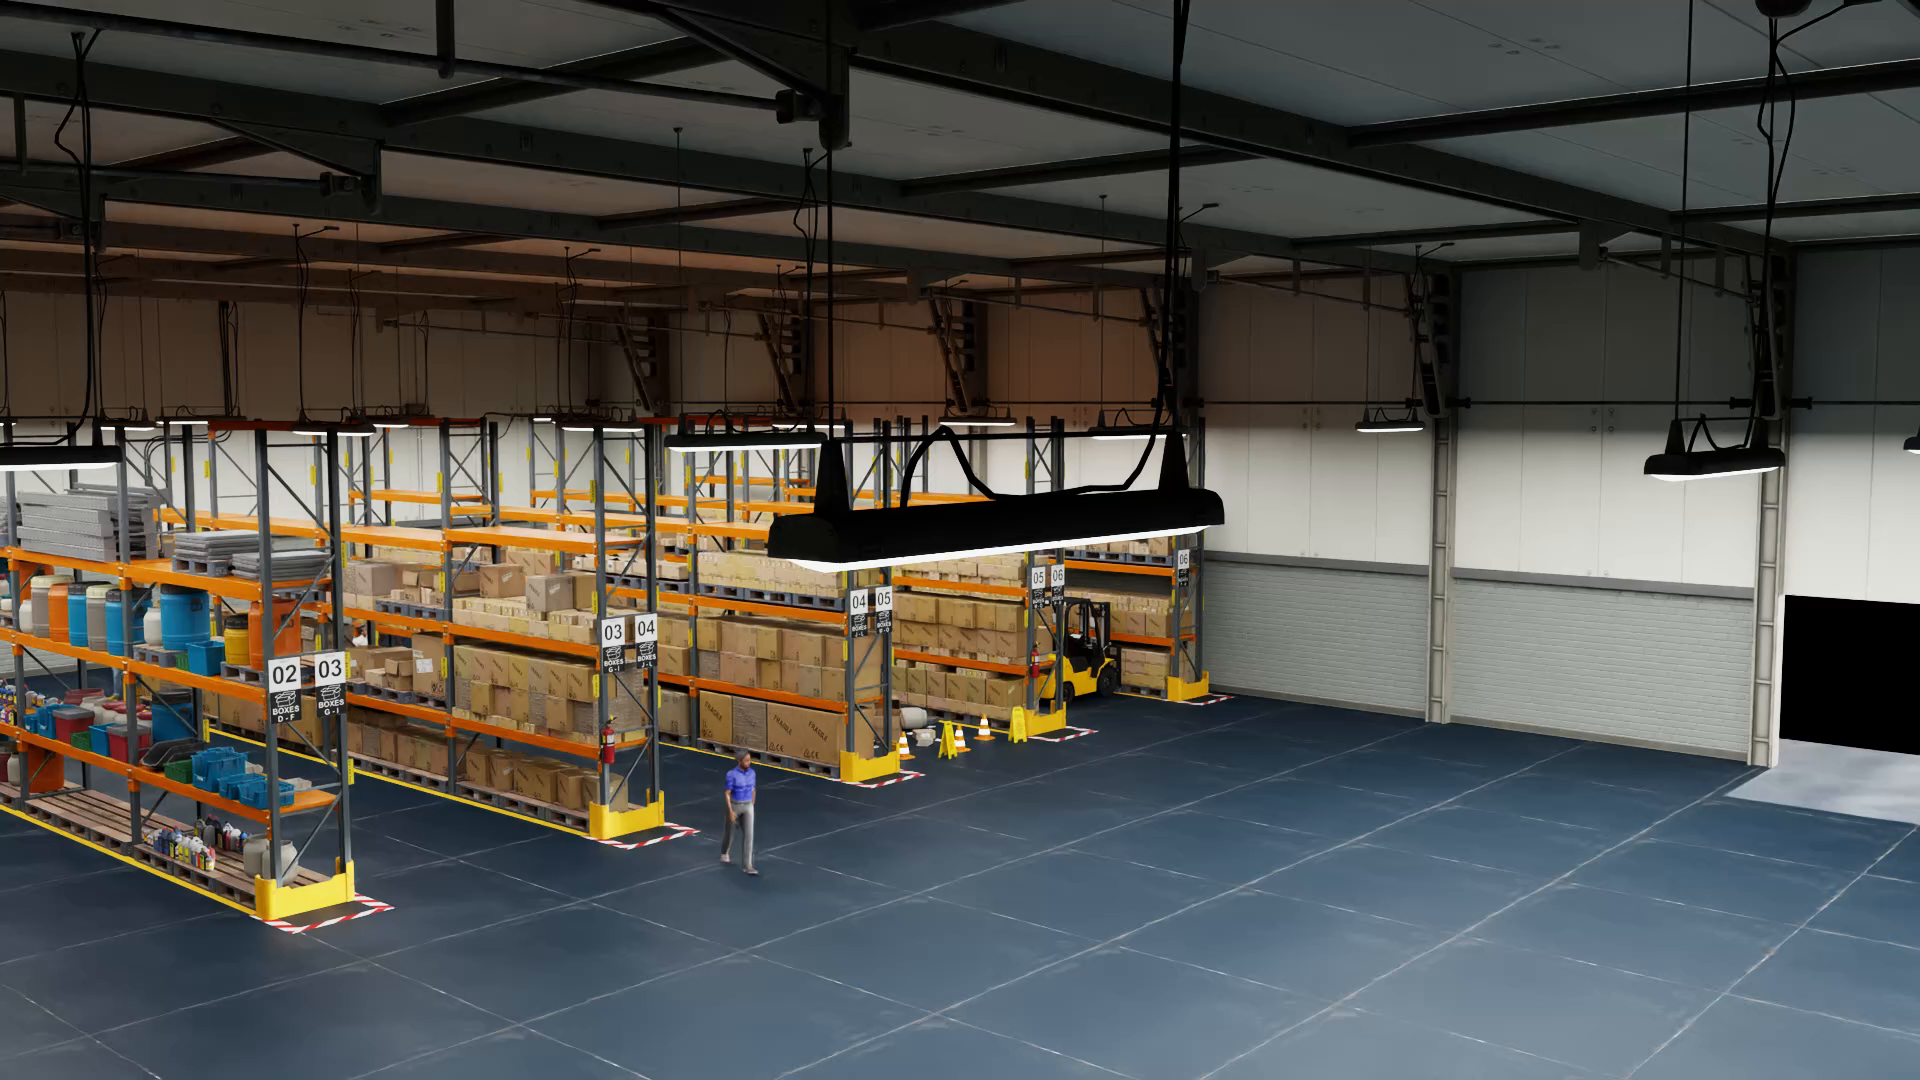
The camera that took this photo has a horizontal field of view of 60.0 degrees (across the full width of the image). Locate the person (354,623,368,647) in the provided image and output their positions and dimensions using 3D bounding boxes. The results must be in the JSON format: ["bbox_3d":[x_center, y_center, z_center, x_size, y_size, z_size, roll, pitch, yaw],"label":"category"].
[{"bbox_3d":[-12.605,2.566,35.296,1.031,1.619,0.579,4,6,42],"label":"person"}]

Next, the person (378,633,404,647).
[{"bbox_3d":[-14.245,2.069,41.369,1.095,1.668,0.523,-3,6,-31],"label":"person"}]

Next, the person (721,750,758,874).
[{"bbox_3d":[-2.968,3.650,22.519,0.516,1.613,0.909,-4,6,-36],"label":"person"}]

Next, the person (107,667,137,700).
[{"bbox_3d":[-17.910,2.513,35.502,0.614,1.750,0.820,2,5,22],"label":"person"}]
